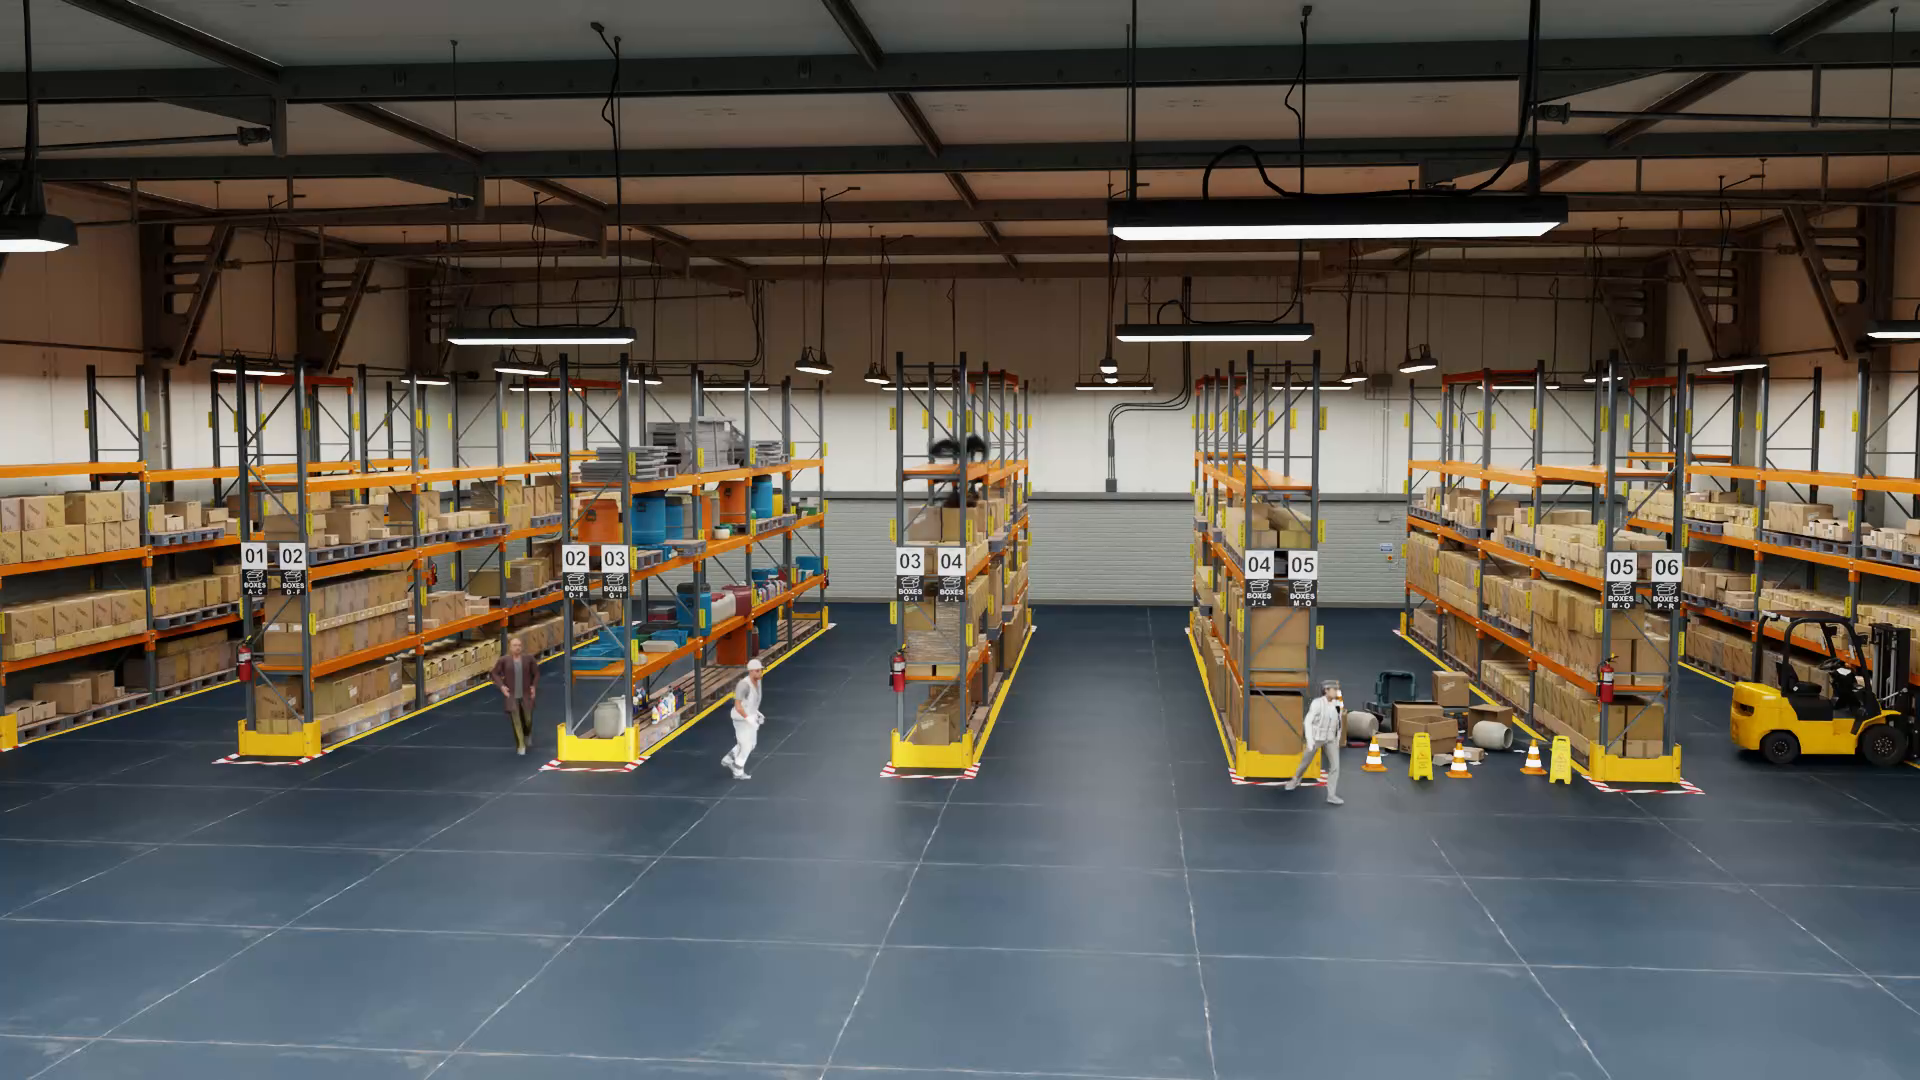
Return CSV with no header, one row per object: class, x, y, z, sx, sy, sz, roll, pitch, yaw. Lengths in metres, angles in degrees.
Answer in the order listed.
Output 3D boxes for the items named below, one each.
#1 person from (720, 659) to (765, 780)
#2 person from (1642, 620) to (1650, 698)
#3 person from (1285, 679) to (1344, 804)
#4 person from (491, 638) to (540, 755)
person,-3.046,2.500,23.204,0.792,1.714,0.633,2,4,21
person,11.550,2.189,28.085,0.521,1.691,0.767,0,4,-6
person,4.747,2.616,21.998,0.595,1.614,0.965,-1,4,-17
person,-6.705,2.347,25.122,0.717,1.748,0.661,-1,4,-20
